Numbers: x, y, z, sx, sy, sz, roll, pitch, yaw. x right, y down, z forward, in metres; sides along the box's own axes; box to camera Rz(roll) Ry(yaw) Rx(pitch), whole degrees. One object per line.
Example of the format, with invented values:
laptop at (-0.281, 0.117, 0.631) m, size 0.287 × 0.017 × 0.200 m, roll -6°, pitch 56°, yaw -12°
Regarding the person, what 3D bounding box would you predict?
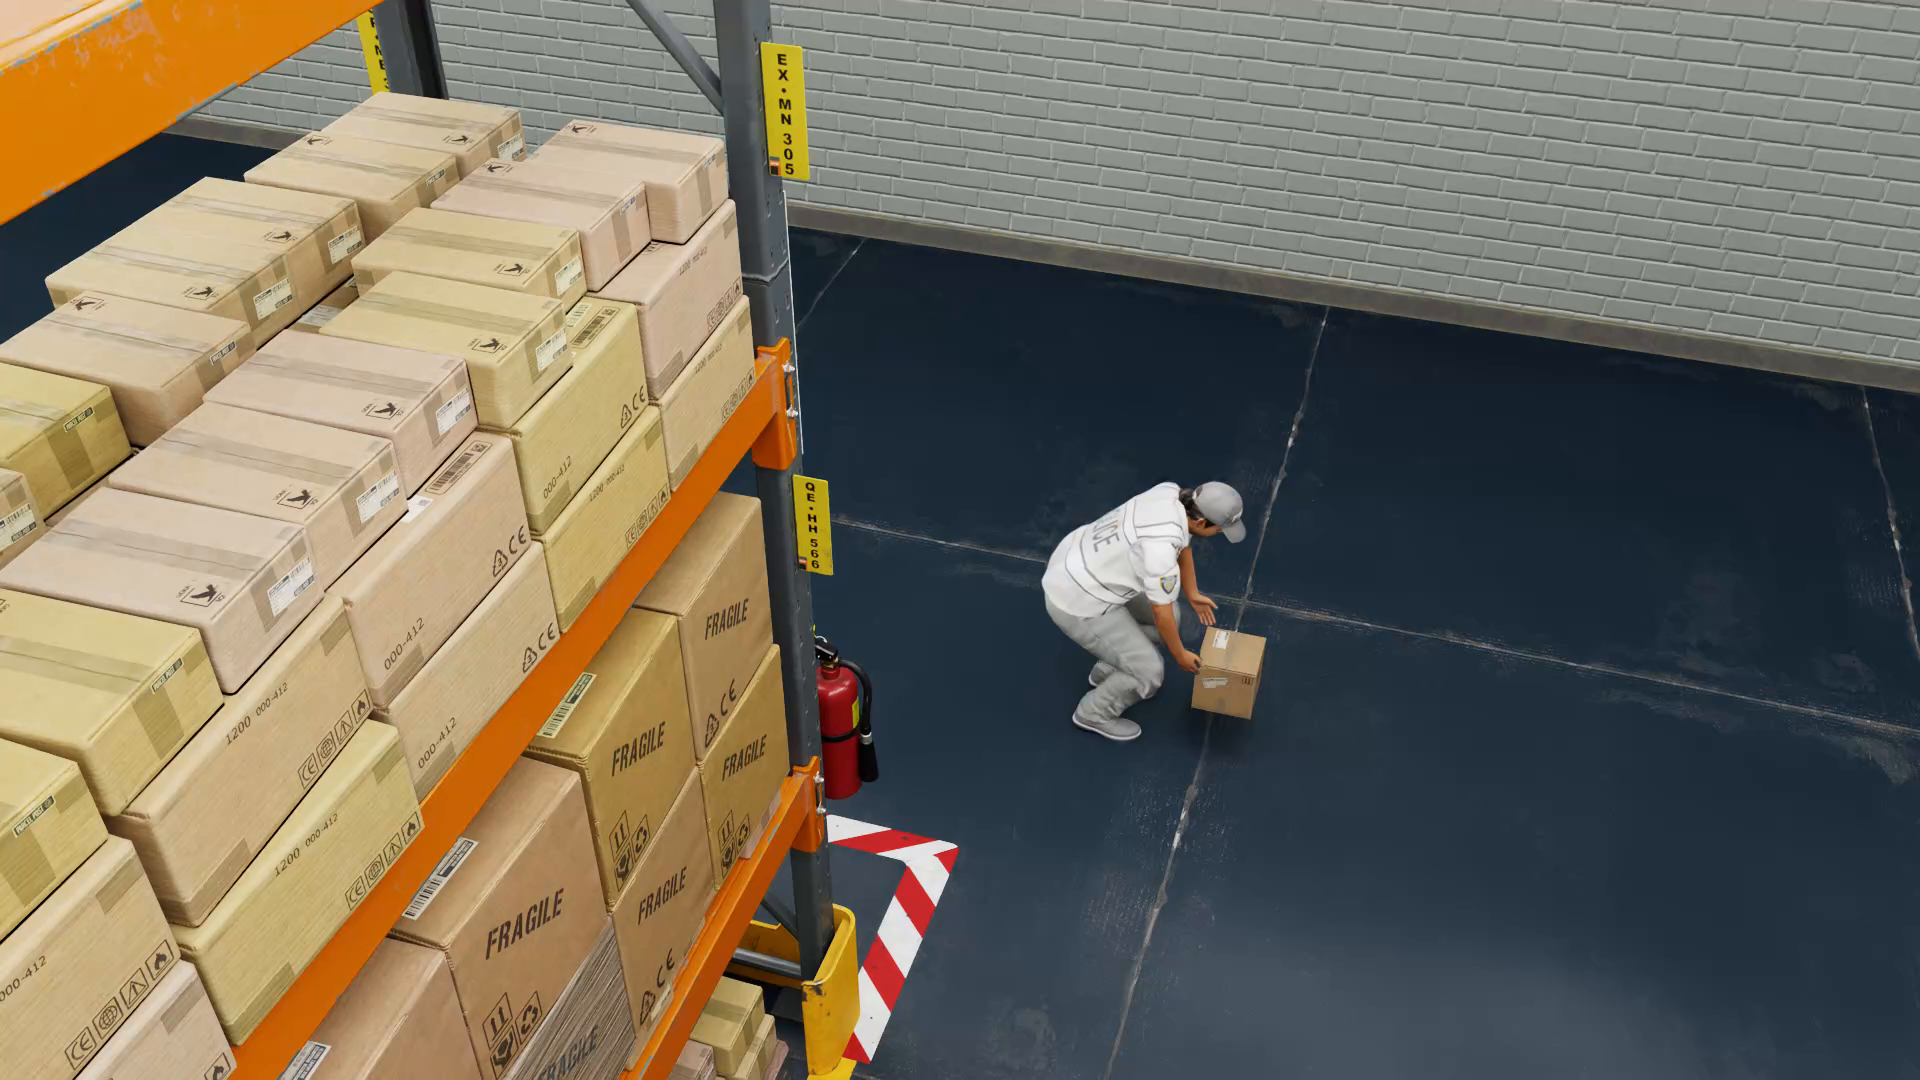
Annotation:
person at (0.751, 0.237, 6.934) m, size 0.794 × 1.239 × 0.541 m, roll 11°, pitch 39°, yaw 14°
